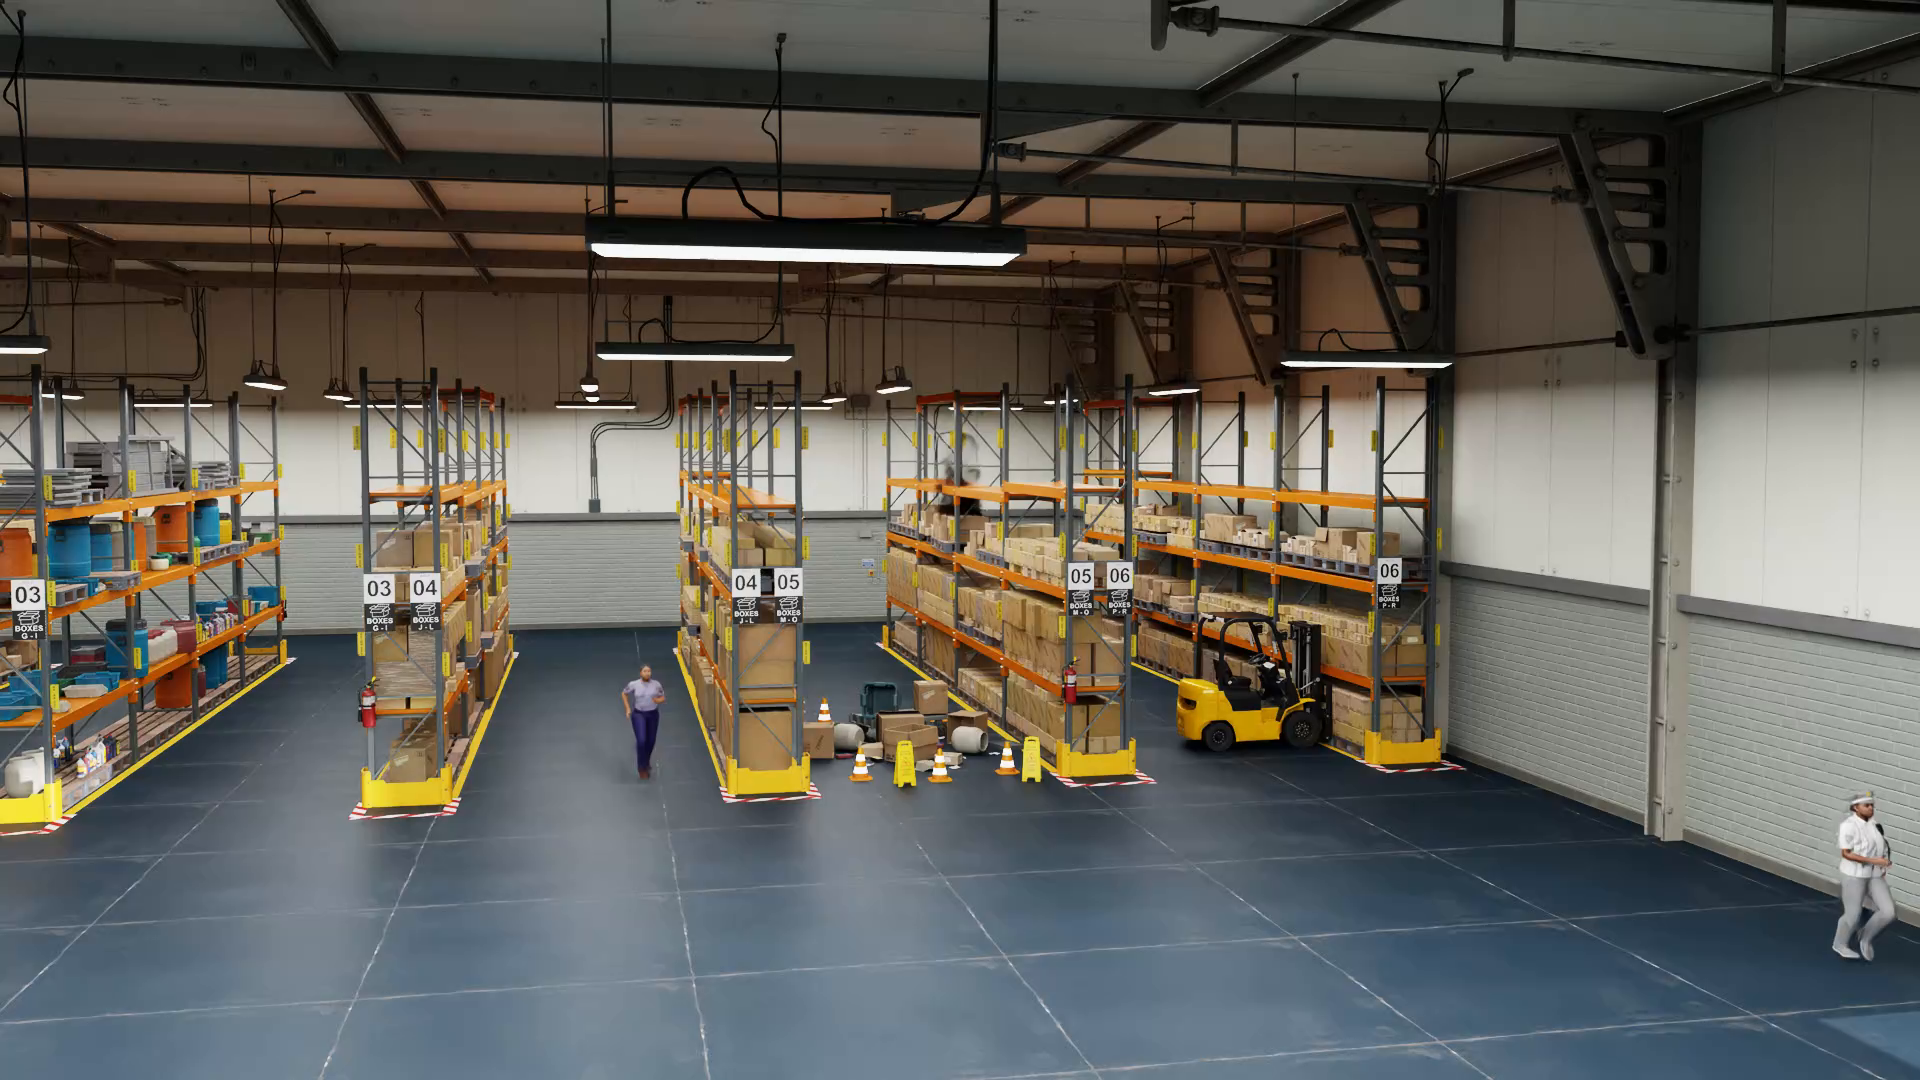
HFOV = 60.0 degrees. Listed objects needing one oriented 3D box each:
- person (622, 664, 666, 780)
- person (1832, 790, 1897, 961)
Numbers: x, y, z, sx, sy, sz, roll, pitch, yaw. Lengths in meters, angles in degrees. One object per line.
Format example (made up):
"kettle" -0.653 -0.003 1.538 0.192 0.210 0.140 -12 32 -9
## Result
"person" -4.711 2.702 24.875 0.580 1.710 0.767 -2 4 -28
"person" 8.659 3.209 15.883 0.549 1.671 0.649 -1 4 -14
